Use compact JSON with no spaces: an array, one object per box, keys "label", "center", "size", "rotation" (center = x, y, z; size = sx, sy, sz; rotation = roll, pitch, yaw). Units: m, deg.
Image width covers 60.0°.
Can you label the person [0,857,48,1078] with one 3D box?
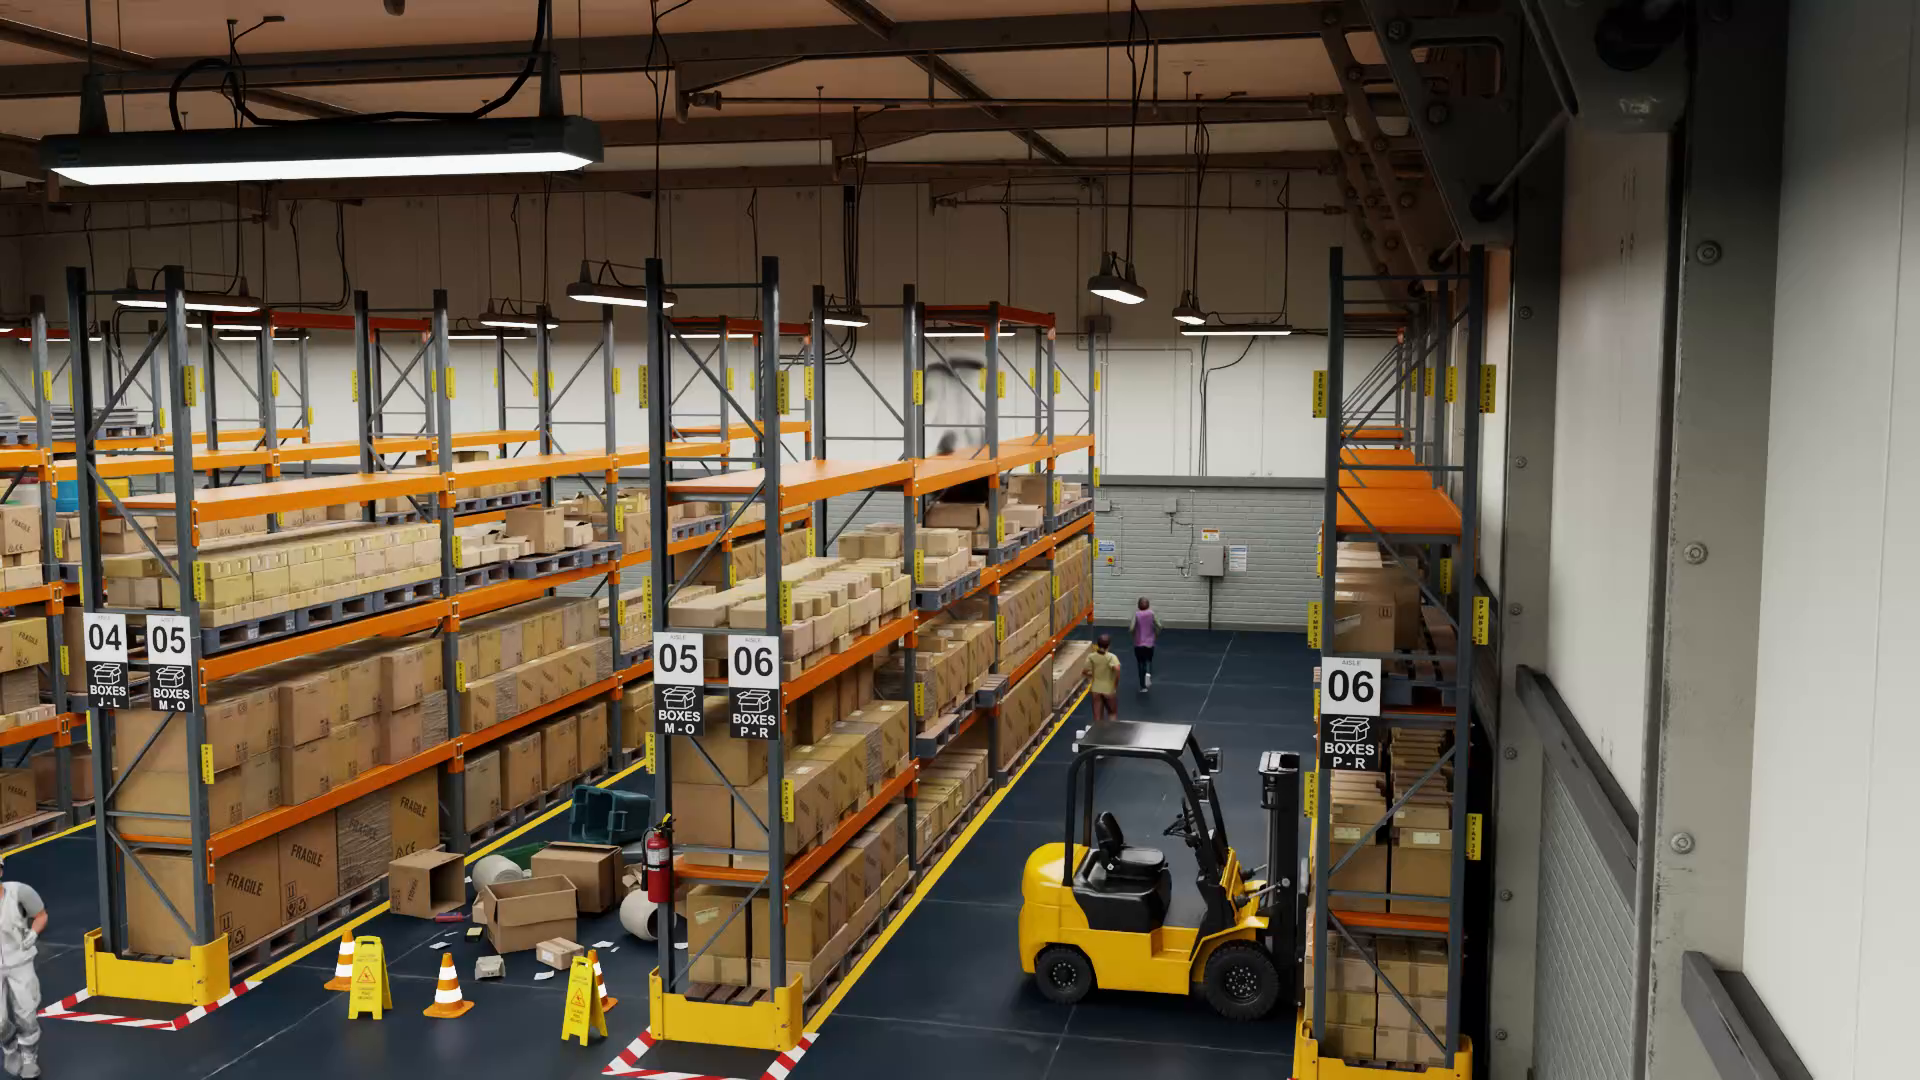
[{"label":"person","center":[-6.925,3.091,11.976],"size":[0.670,1.739,0.598],"rotation":[-4,7,-31]}]

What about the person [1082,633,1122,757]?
[{"label":"person","center":[1.912,2.092,22.277],"size":[0.572,1.695,0.688],"rotation":[2,6,15]}]

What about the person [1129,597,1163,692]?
[{"label":"person","center":[2.976,1.690,26.811],"size":[0.538,1.566,0.460],"rotation":[0,6,-5]}]
